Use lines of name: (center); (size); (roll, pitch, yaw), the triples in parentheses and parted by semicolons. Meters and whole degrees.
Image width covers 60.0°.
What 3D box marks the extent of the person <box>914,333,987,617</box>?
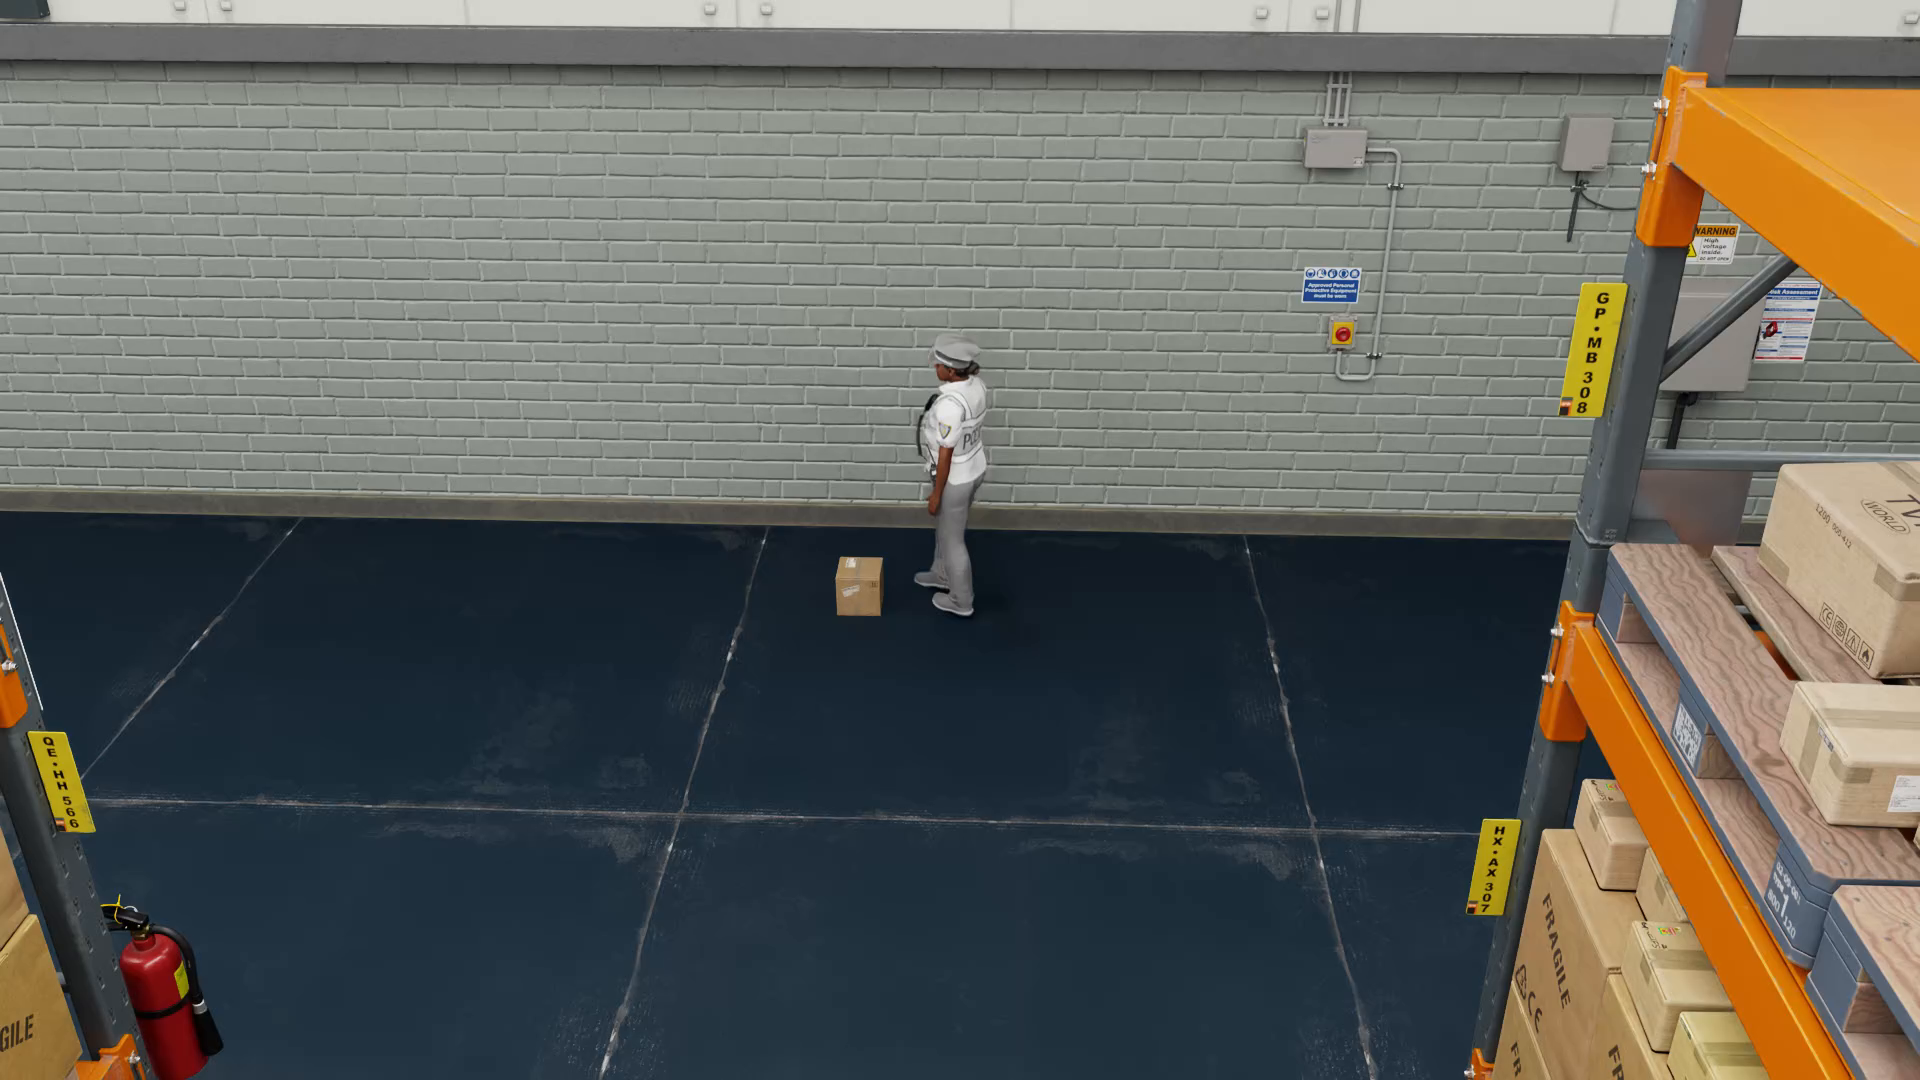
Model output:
person: (-0.111, -0.371, 9.289); (0.526, 1.689, 0.512); (11, 30, 20)
